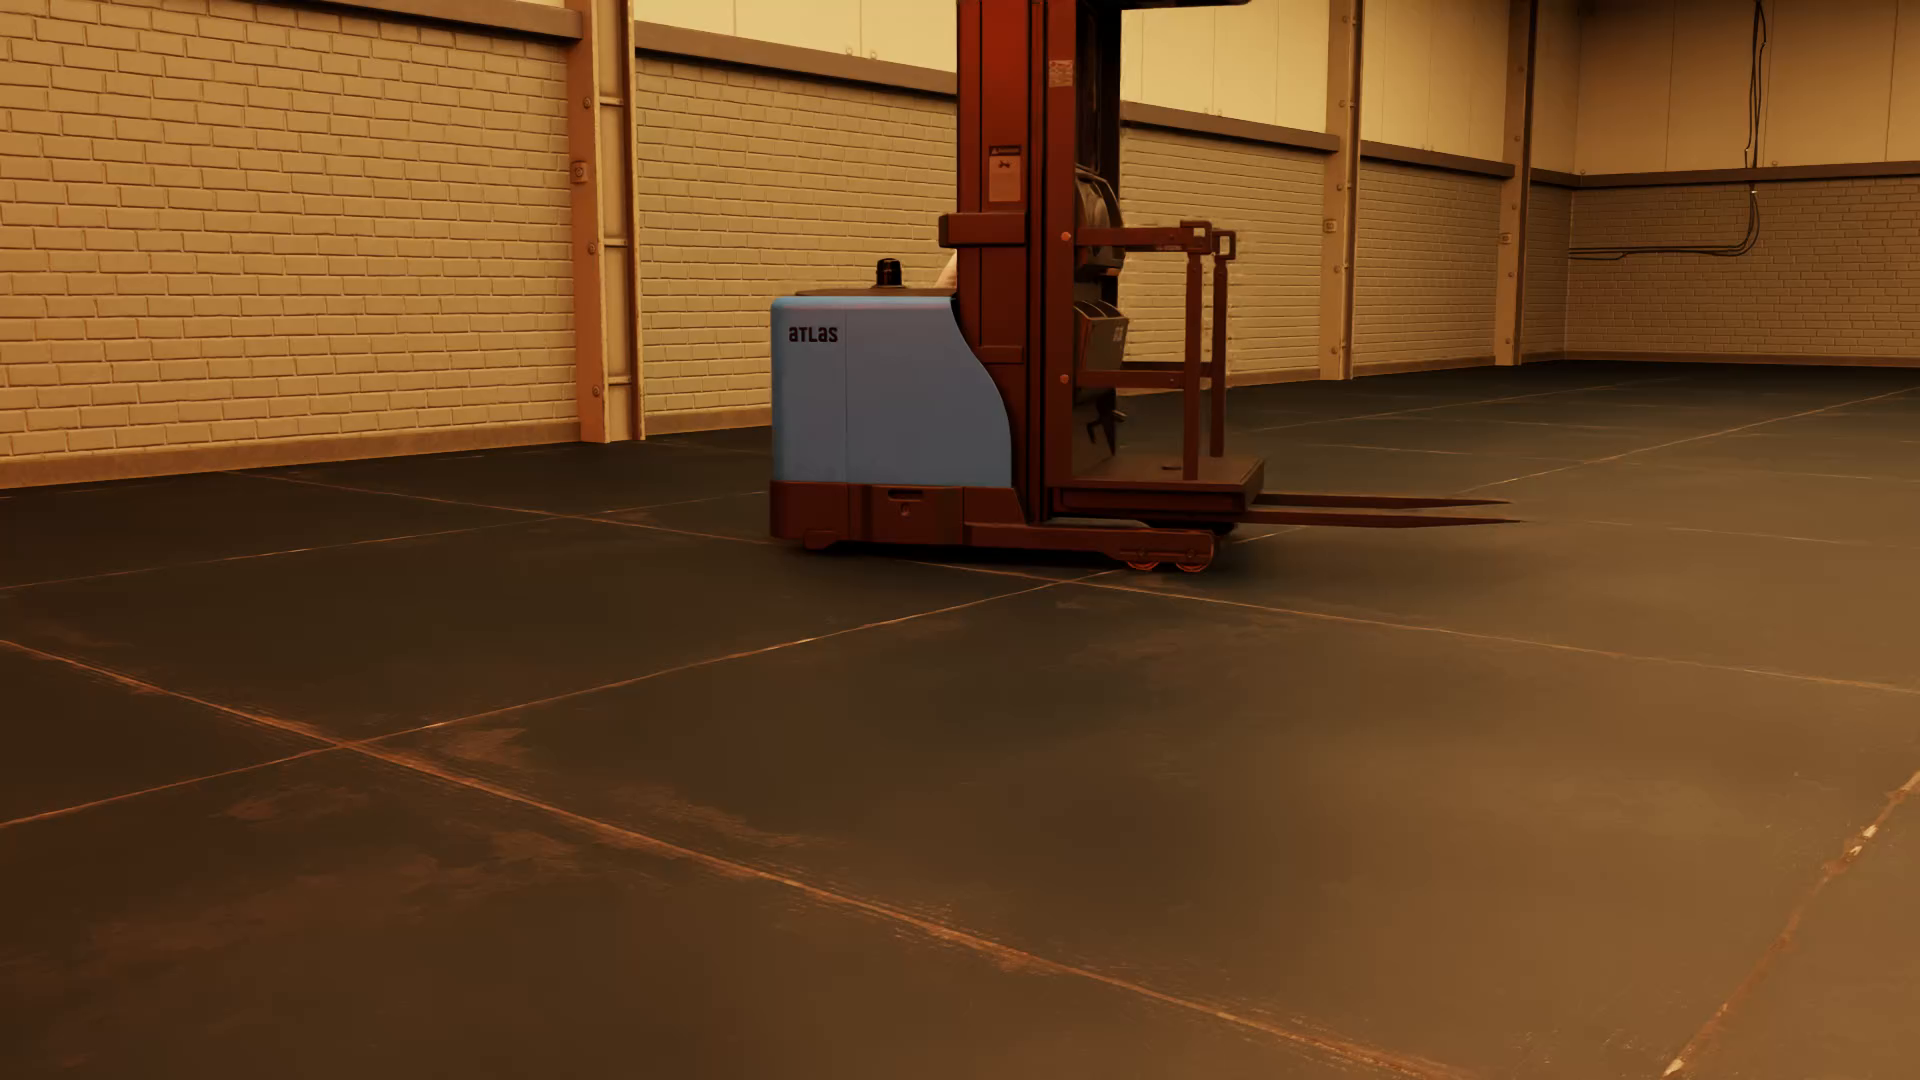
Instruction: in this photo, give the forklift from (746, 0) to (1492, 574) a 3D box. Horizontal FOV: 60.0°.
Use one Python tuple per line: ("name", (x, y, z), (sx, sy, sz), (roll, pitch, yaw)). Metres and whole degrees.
("forklift", (0.656, -1.403, 6.871), (3.031, 2.935, 1.130), (3, 9, 19))
